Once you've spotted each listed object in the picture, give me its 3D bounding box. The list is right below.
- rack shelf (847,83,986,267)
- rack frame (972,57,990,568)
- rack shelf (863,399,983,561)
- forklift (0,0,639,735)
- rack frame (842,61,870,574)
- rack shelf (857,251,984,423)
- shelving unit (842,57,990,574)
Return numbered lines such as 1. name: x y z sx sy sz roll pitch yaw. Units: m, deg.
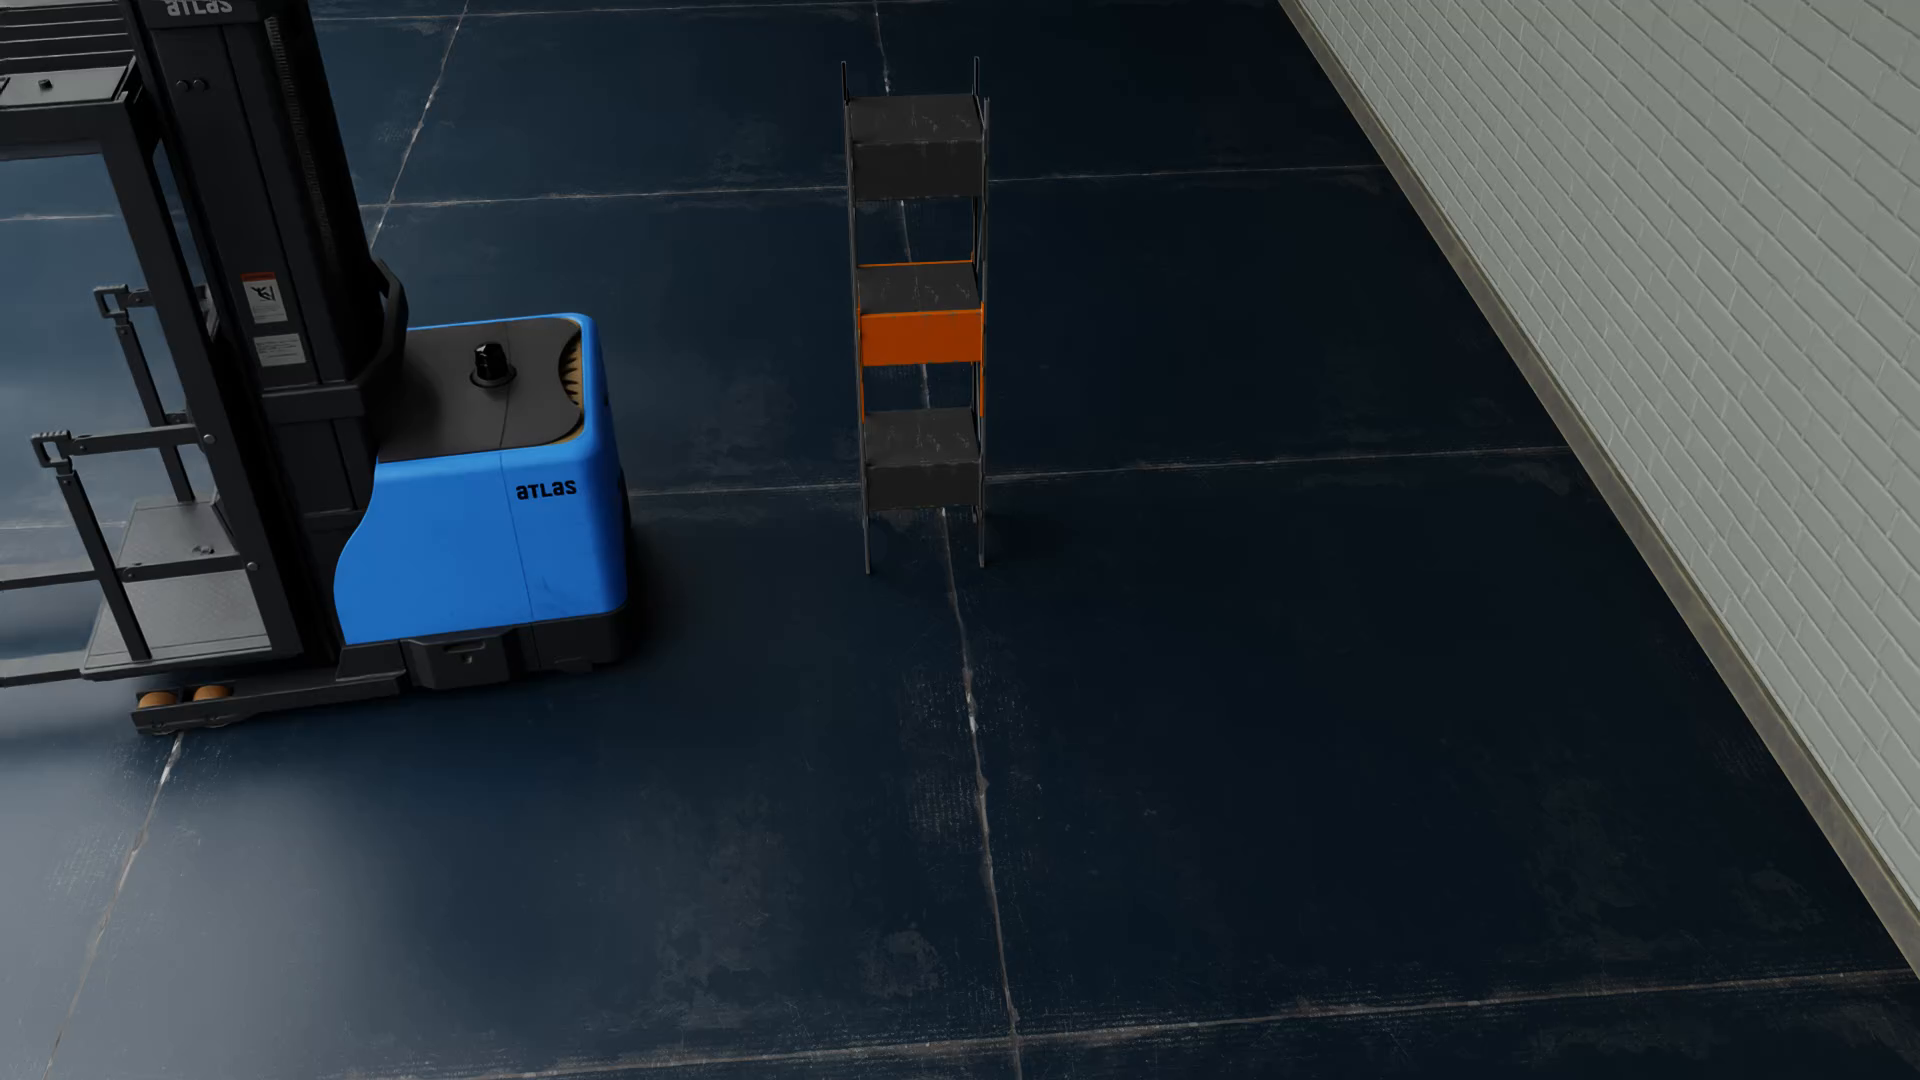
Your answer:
1. rack shelf: -0.165 -1.354 6.163 0.480 0.518 0.431 -3 38 -4
2. rack frame: 0.078 -0.829 6.605 0.015 2.100 0.400 -3 38 -4
3. rack shelf: -0.165 -0.255 7.030 0.480 0.518 0.431 -3 38 -4
4. forklift: -2.848 -0.769 5.858 3.031 2.935 1.130 -7 39 -9
5. rack frame: -0.408 -0.802 6.571 0.015 2.100 0.400 -3 38 -4
6. rack shelf: -0.165 -0.805 6.597 0.480 0.518 0.431 -3 38 -4
7. shelving unit: -0.165 -0.815 6.588 0.503 2.100 0.431 -3 38 -4
